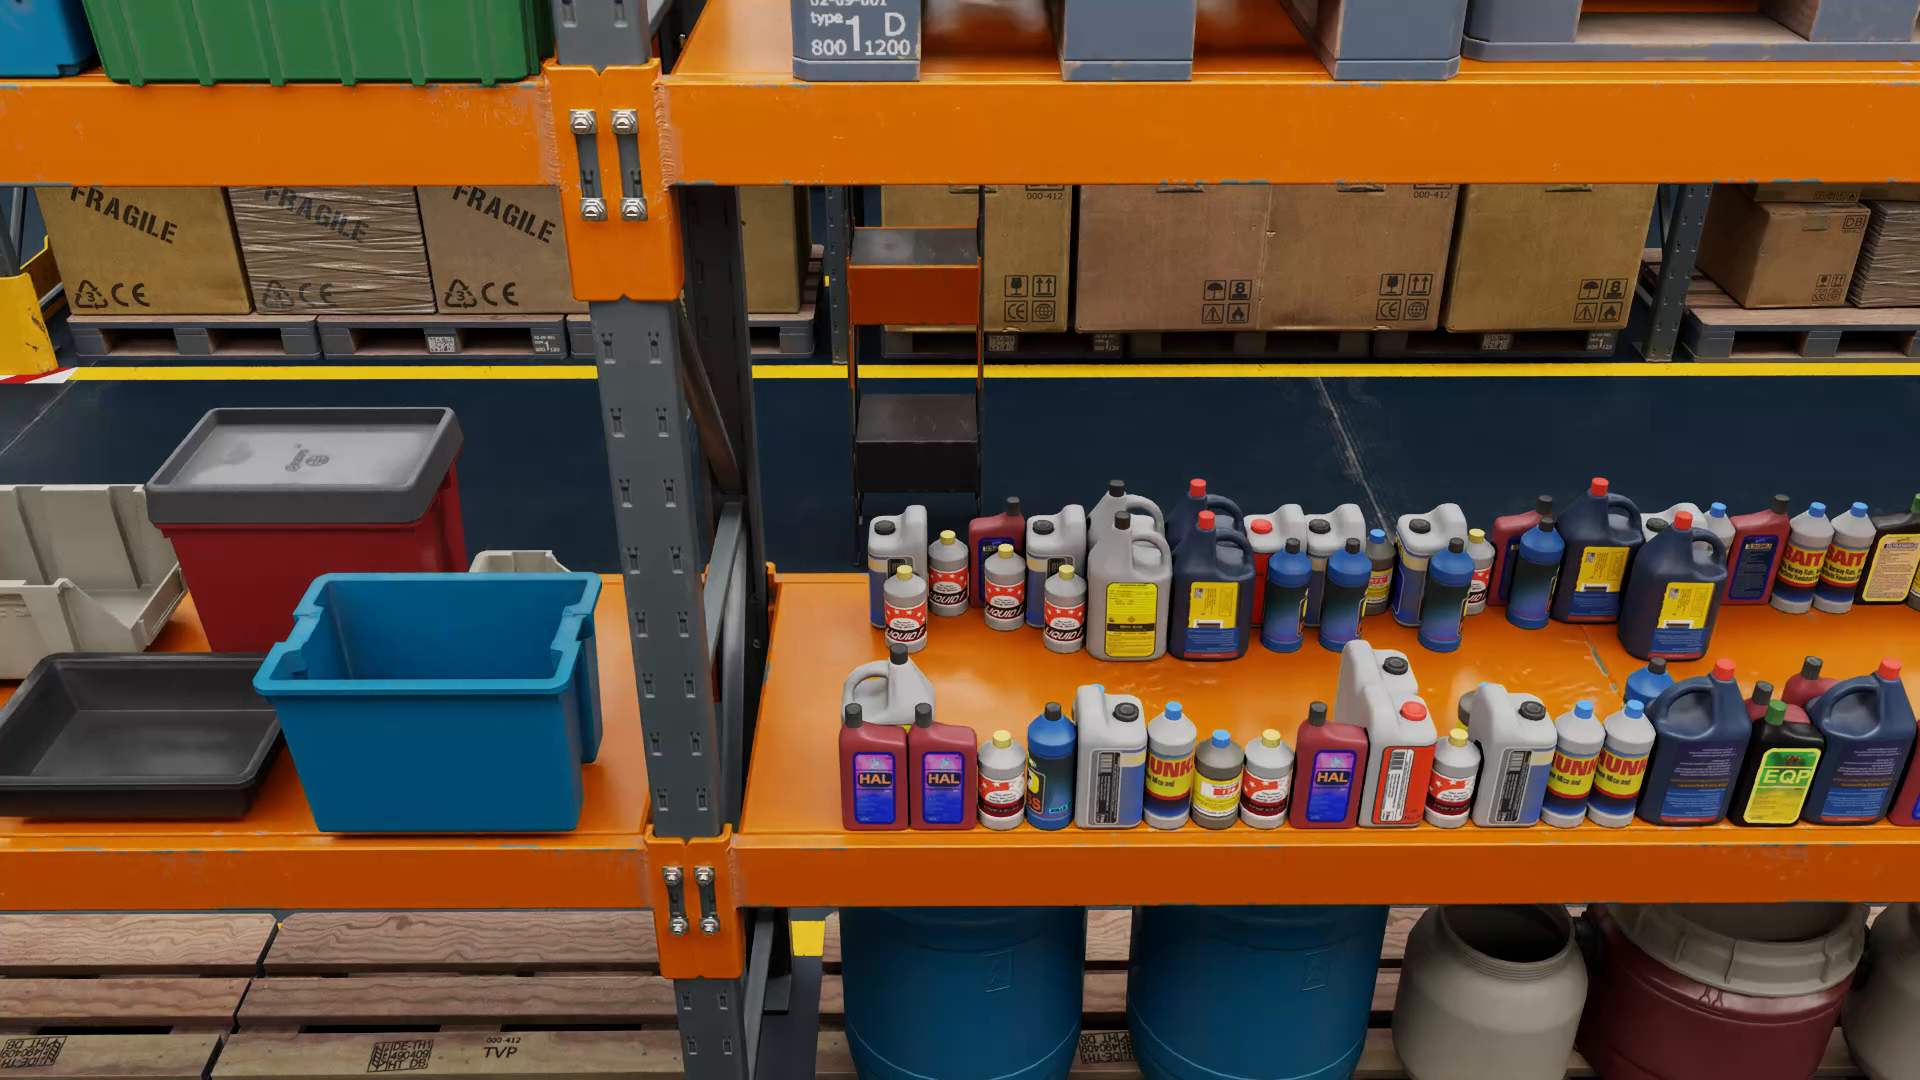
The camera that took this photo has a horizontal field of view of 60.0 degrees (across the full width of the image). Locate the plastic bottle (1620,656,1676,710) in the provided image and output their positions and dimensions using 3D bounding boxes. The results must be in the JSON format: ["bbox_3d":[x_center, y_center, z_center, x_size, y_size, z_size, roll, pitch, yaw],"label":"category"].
[{"bbox_3d":[1.397,0.357,3.394,0.097,0.271,0.097,0,31,0],"label":"plastic bottle"}]

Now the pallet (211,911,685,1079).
[{"bbox_3d":[-1.271,1.386,4.263,1.213,0.211,1.003,0,31,0],"label":"pallet"}]

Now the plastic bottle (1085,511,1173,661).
[{"bbox_3d":[0.382,0.094,3.750,0.185,0.351,0.144,0,31,0],"label":"plastic bottle"}]

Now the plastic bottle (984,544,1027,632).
[{"bbox_3d":[0.105,0.104,3.879,0.097,0.201,0.097,0,31,0],"label":"plastic bottle"}]

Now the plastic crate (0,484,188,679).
[{"bbox_3d":[-2.064,0.105,3.741,0.530,0.282,0.437,0,31,0],"label":"plastic crate"}]

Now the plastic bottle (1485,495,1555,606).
[{"bbox_3d":[1.323,0.024,3.931,0.133,0.283,0.061,0,31,0],"label":"plastic bottle"}]

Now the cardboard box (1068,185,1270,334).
[{"bbox_3d":[0.967,-1.685,8.279,0.875,0.875,1.225,-1,31,-2],"label":"cardboard box"}]

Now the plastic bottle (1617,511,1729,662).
[{"bbox_3d":[1.618,0.095,3.750,0.185,0.351,0.144,0,31,0],"label":"plastic bottle"}]

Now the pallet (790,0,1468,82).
[{"bbox_3d":[0.247,-1.084,2.935,1.003,0.211,1.213,0,31,0],"label":"pallet"}]

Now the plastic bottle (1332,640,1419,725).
[{"bbox_3d":[0.854,0.339,3.420,0.135,0.276,0.152,0,31,0],"label":"plastic bottle"}]

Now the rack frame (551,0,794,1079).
[{"bbox_3d":[-0.536,0.171,3.576,0.127,3.000,1.000,0,31,0],"label":"rack frame"}]

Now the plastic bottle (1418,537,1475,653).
[{"bbox_3d":[1.111,0.118,3.788,0.097,0.271,0.097,0,31,0],"label":"plastic bottle"}]

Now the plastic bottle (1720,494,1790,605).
[{"bbox_3d":[1.873,0.022,3.934,0.133,0.283,0.061,0,31,0],"label":"plastic bottle"}]

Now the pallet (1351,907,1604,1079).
[{"bbox_3d":[1.459,1.377,4.277,1.213,0.211,1.003,0,31,0],"label":"pallet"}]

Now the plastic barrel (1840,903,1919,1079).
[{"bbox_3d":[2.410,1.101,4.037,0.421,0.512,0.421,0,31,0],"label":"plastic barrel"}]

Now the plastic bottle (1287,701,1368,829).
[{"bbox_3d":[0.721,0.438,3.248,0.133,0.283,0.061,0,31,0],"label":"plastic bottle"}]

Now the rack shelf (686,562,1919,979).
[{"bbox_3d":[1.464,0.472,3.773,4.000,0.370,1.077,0,31,0],"label":"rack shelf"}]

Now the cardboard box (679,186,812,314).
[{"bbox_3d":[-1.227,-1.709,8.318,0.875,0.875,0.875,0,31,0],"label":"cardboard box"}]

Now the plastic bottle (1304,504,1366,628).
[{"bbox_3d":[0.860,0.052,3.892,0.135,0.276,0.152,0,31,0],"label":"plastic bottle"}]

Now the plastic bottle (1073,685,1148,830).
[{"bbox_3d":[0.295,0.419,3.287,0.135,0.276,0.152,0,31,0],"label":"plastic bottle"}]

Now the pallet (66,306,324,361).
[{"bbox_3d":[-3.767,-1.236,8.584,1.213,0.211,1.003,0,31,0],"label":"pallet"}]

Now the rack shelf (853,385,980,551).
[{"bbox_3d":[-0.166,-0.287,6.575,0.480,0.518,0.431,0,31,0],"label":"rack shelf"}]

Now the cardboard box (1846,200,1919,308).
[{"bbox_3d":[4.658,-1.551,8.400,0.500,0.500,0.700,-3,31,-4],"label":"cardboard box"}]

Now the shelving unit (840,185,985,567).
[{"bbox_3d":[-0.166,-0.897,6.205,0.503,2.100,0.431,0,31,0],"label":"shelving unit"}]

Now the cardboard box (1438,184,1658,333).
[{"bbox_3d":[2.744,-1.690,8.288,0.875,0.875,1.225,-2,31,-3],"label":"cardboard box"}]

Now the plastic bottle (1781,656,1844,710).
[{"bbox_3d":[1.733,0.360,3.377,0.133,0.283,0.061,0,31,0],"label":"plastic bottle"}]

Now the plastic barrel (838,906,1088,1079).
[{"bbox_3d":[0.008,0.896,4.000,0.708,0.901,0.600,0,31,0],"label":"plastic barrel"}]

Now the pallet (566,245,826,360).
[{"bbox_3d":[-1.327,-1.244,8.597,1.213,0.211,1.003,0,31,0],"label":"pallet"}]

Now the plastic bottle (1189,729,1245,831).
[{"bbox_3d":[0.508,0.465,3.284,0.097,0.201,0.097,0,31,0],"label":"plastic bottle"}]

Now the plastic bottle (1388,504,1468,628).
[{"bbox_3d":[1.092,0.051,3.893,0.135,0.276,0.152,0,31,0],"label":"plastic bottle"}]

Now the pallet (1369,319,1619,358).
[{"bbox_3d":[2.645,-1.255,8.615,1.213,0.211,1.003,0,31,0],"label":"pallet"}]

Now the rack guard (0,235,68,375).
[{"bbox_3d":[-4.590,-1.317,8.438,0.348,0.500,1.175,0,31,0],"label":"rack guard"}]

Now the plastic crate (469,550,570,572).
[{"bbox_3d":[-1.003,0.186,3.749,0.243,0.136,0.396,0,31,0],"label":"plastic crate"}]

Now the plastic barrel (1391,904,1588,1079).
[{"bbox_3d":[1.281,1.105,4.031,0.421,0.512,0.421,0,31,0],"label":"plastic barrel"}]

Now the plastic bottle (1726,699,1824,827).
[{"bbox_3d":[1.601,0.436,3.253,0.133,0.283,0.061,0,31,0],"label":"plastic bottle"}]

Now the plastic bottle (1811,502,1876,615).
[{"bbox_3d":[2.086,0.036,3.923,0.097,0.271,0.097,0,31,0],"label":"plastic bottle"}]

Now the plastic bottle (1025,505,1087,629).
[{"bbox_3d":[0.221,0.054,3.889,0.135,0.276,0.152,0,31,0],"label":"plastic bottle"}]

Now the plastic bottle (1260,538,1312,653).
[{"bbox_3d":[0.745,0.119,3.786,0.097,0.271,0.097,0,31,0],"label":"plastic bottle"}]

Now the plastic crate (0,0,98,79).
[{"bbox_3d":[-1.445,-0.871,2.564,0.300,0.233,0.416,0,31,0],"label":"plastic crate"}]

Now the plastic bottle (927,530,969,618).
[{"bbox_3d":[-0.028,0.073,3.930,0.097,0.201,0.097,0,31,0],"label":"plastic bottle"}]

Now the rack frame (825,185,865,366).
[{"bbox_3d":[-0.566,-2.398,7.811,0.127,3.000,1.000,0,31,0],"label":"rack frame"}]

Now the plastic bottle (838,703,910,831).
[{"bbox_3d":[-0.167,0.441,3.244,0.133,0.283,0.061,0,31,0],"label":"plastic bottle"}]

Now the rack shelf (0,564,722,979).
[{"bbox_3d":[-2.536,0.485,3.753,4.000,0.370,1.077,0,31,0],"label":"rack shelf"}]

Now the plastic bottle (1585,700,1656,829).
[{"bbox_3d":[1.300,0.432,3.270,0.097,0.271,0.097,0,31,0],"label":"plastic bottle"}]

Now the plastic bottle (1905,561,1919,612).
[{"bbox_3d":[2.317,0.065,3.942,0.097,0.201,0.097,0,31,0],"label":"plastic bottle"}]

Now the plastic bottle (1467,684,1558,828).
[{"bbox_3d":[1.087,0.417,3.291,0.135,0.276,0.152,0,31,0],"label":"plastic bottle"}]

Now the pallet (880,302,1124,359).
[{"bbox_3d":[0.205,-1.247,8.602,1.213,0.211,1.003,0,31,0],"label":"pallet"}]

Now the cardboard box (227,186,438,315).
[{"bbox_3d":[-3.017,-1.703,8.309,0.875,0.875,0.875,0,31,0],"label":"cardboard box"}]

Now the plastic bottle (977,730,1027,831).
[{"bbox_3d":[0.082,0.466,3.282,0.097,0.201,0.097,0,31,0],"label":"plastic bottle"}]

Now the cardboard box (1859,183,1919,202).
[{"bbox_3d":[4.634,-1.875,8.212,0.500,0.250,0.500,3,31,5],"label":"cardboard box"}]

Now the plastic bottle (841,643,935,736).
[{"bbox_3d":[-0.142,0.359,3.314,0.185,0.351,0.144,0,31,0],"label":"plastic bottle"}]

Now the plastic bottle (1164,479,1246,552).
[{"bbox_3d":[0.566,0.019,3.874,0.185,0.351,0.144,0,31,0],"label":"plastic bottle"}]

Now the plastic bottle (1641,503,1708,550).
[{"bbox_3d":[1.642,0.050,3.896,0.135,0.276,0.152,0,31,0],"label":"plastic bottle"}]

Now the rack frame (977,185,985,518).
[{"bbox_3d":[0.078,-0.898,6.206,0.015,2.100,0.400,0,31,0],"label":"rack frame"}]
